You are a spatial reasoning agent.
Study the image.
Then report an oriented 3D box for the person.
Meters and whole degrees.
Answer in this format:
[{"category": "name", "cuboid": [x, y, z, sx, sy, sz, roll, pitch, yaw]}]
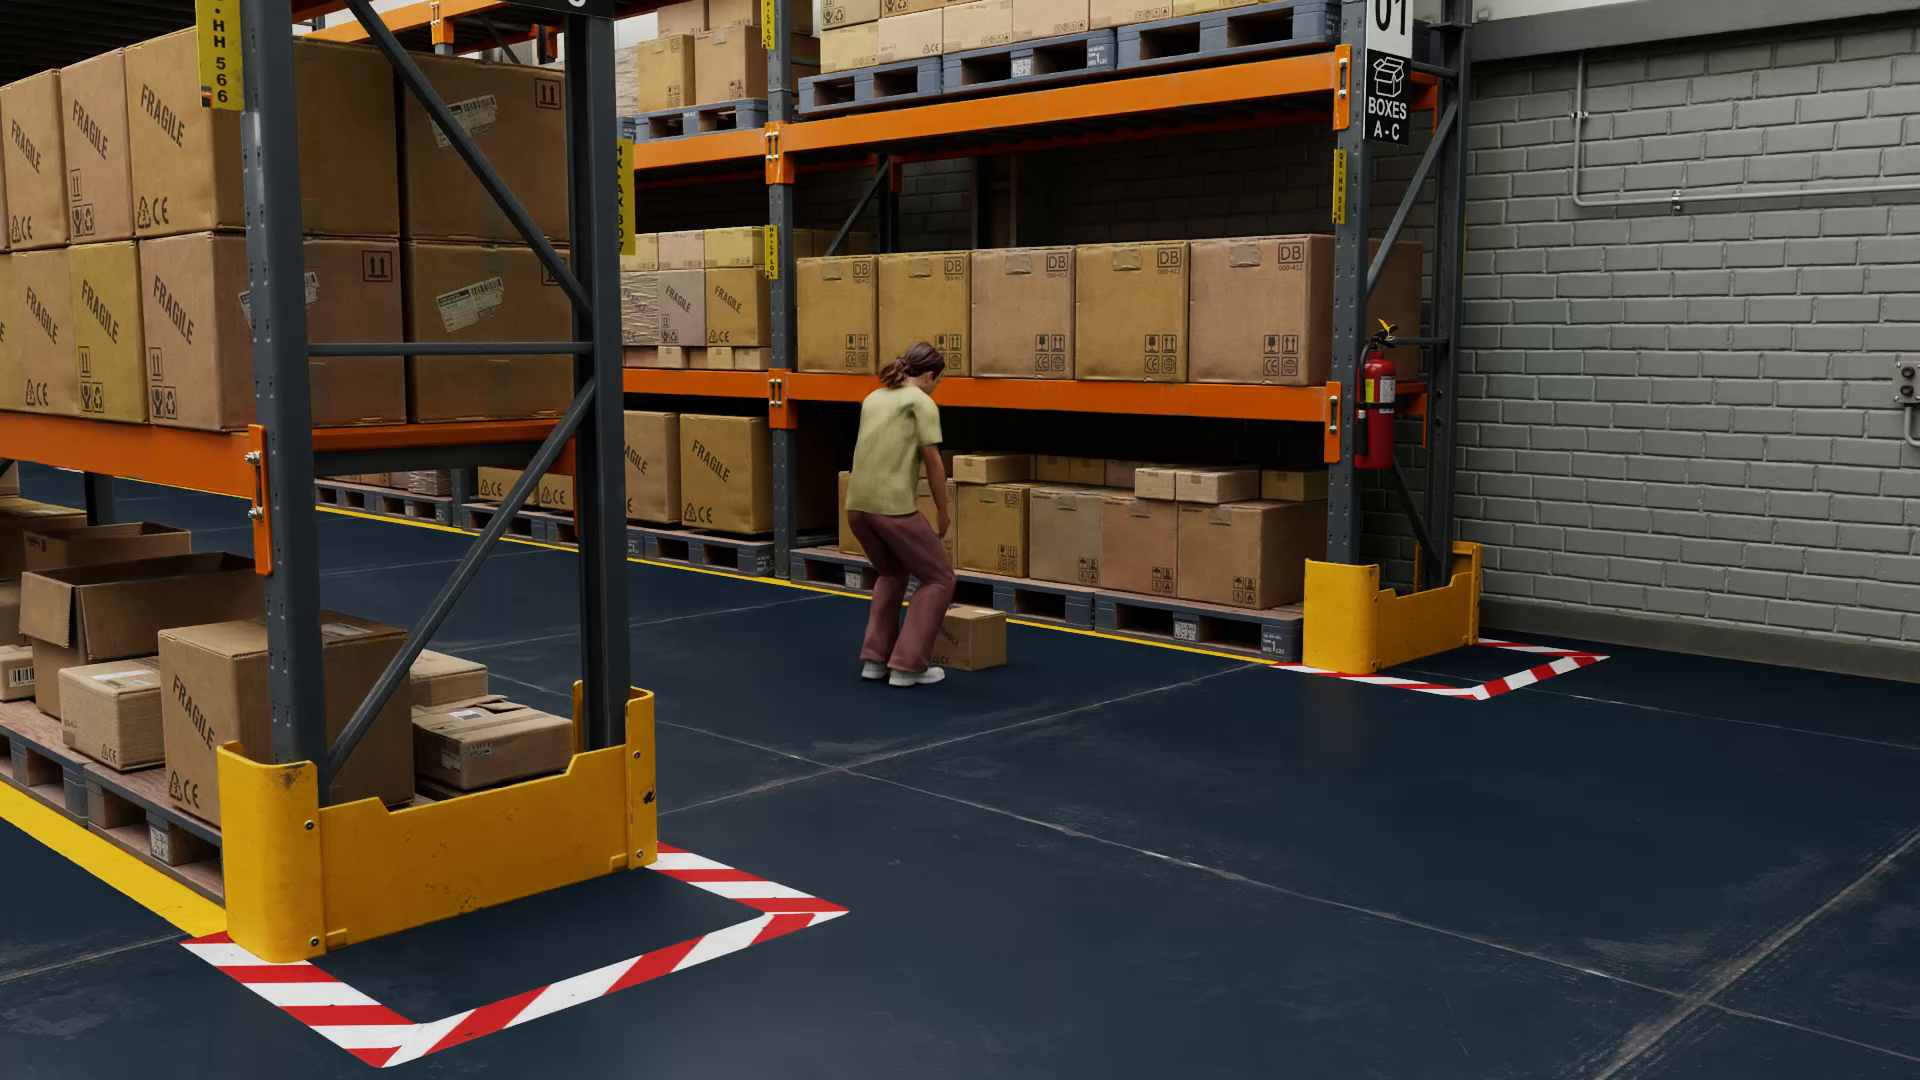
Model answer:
[{"category": "person", "cuboid": [-0.275, -0.123, 7.435, 0.498, 1.515, 0.533, 7, 10, 44]}]
